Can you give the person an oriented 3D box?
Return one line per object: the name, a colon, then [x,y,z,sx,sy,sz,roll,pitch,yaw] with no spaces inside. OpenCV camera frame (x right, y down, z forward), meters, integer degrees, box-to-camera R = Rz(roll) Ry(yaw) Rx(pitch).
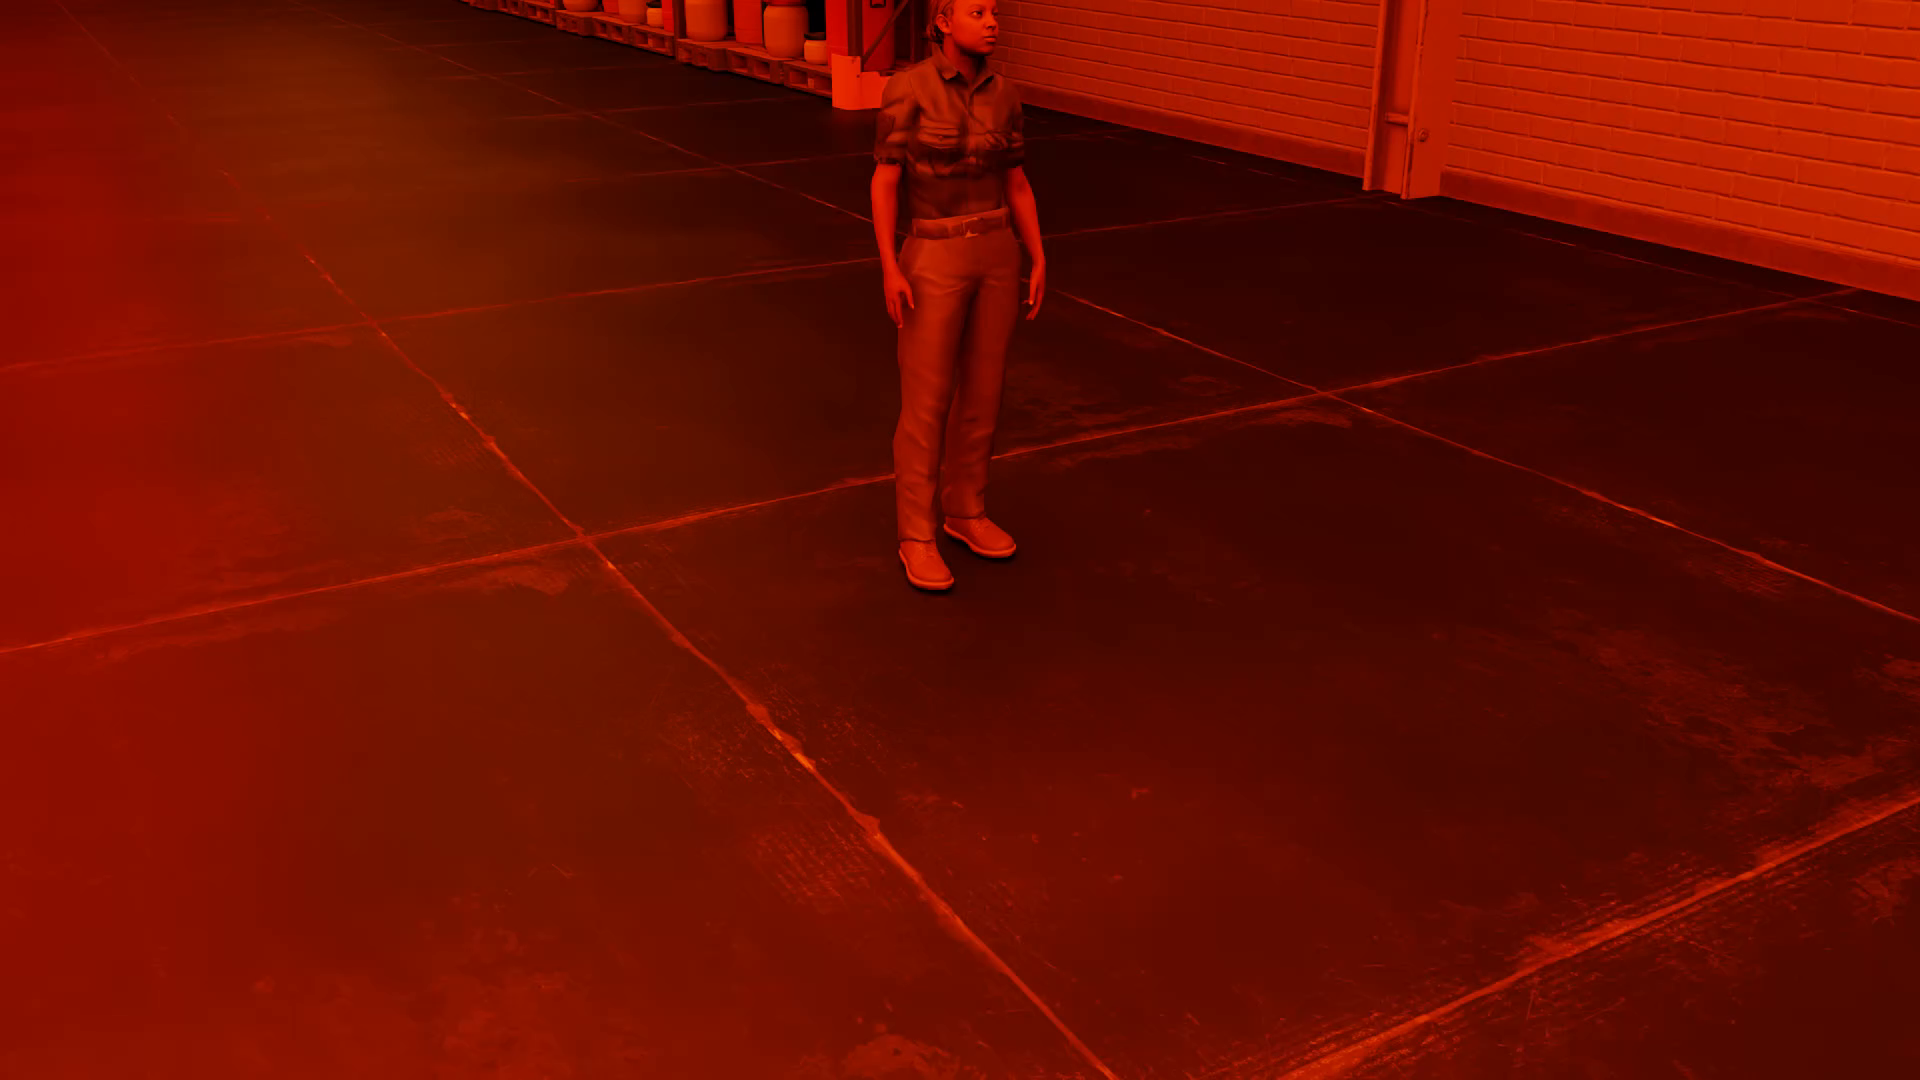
person: [0.027,-0.739,4.739,0.569,1.654,0.504,-12,25,-28]
